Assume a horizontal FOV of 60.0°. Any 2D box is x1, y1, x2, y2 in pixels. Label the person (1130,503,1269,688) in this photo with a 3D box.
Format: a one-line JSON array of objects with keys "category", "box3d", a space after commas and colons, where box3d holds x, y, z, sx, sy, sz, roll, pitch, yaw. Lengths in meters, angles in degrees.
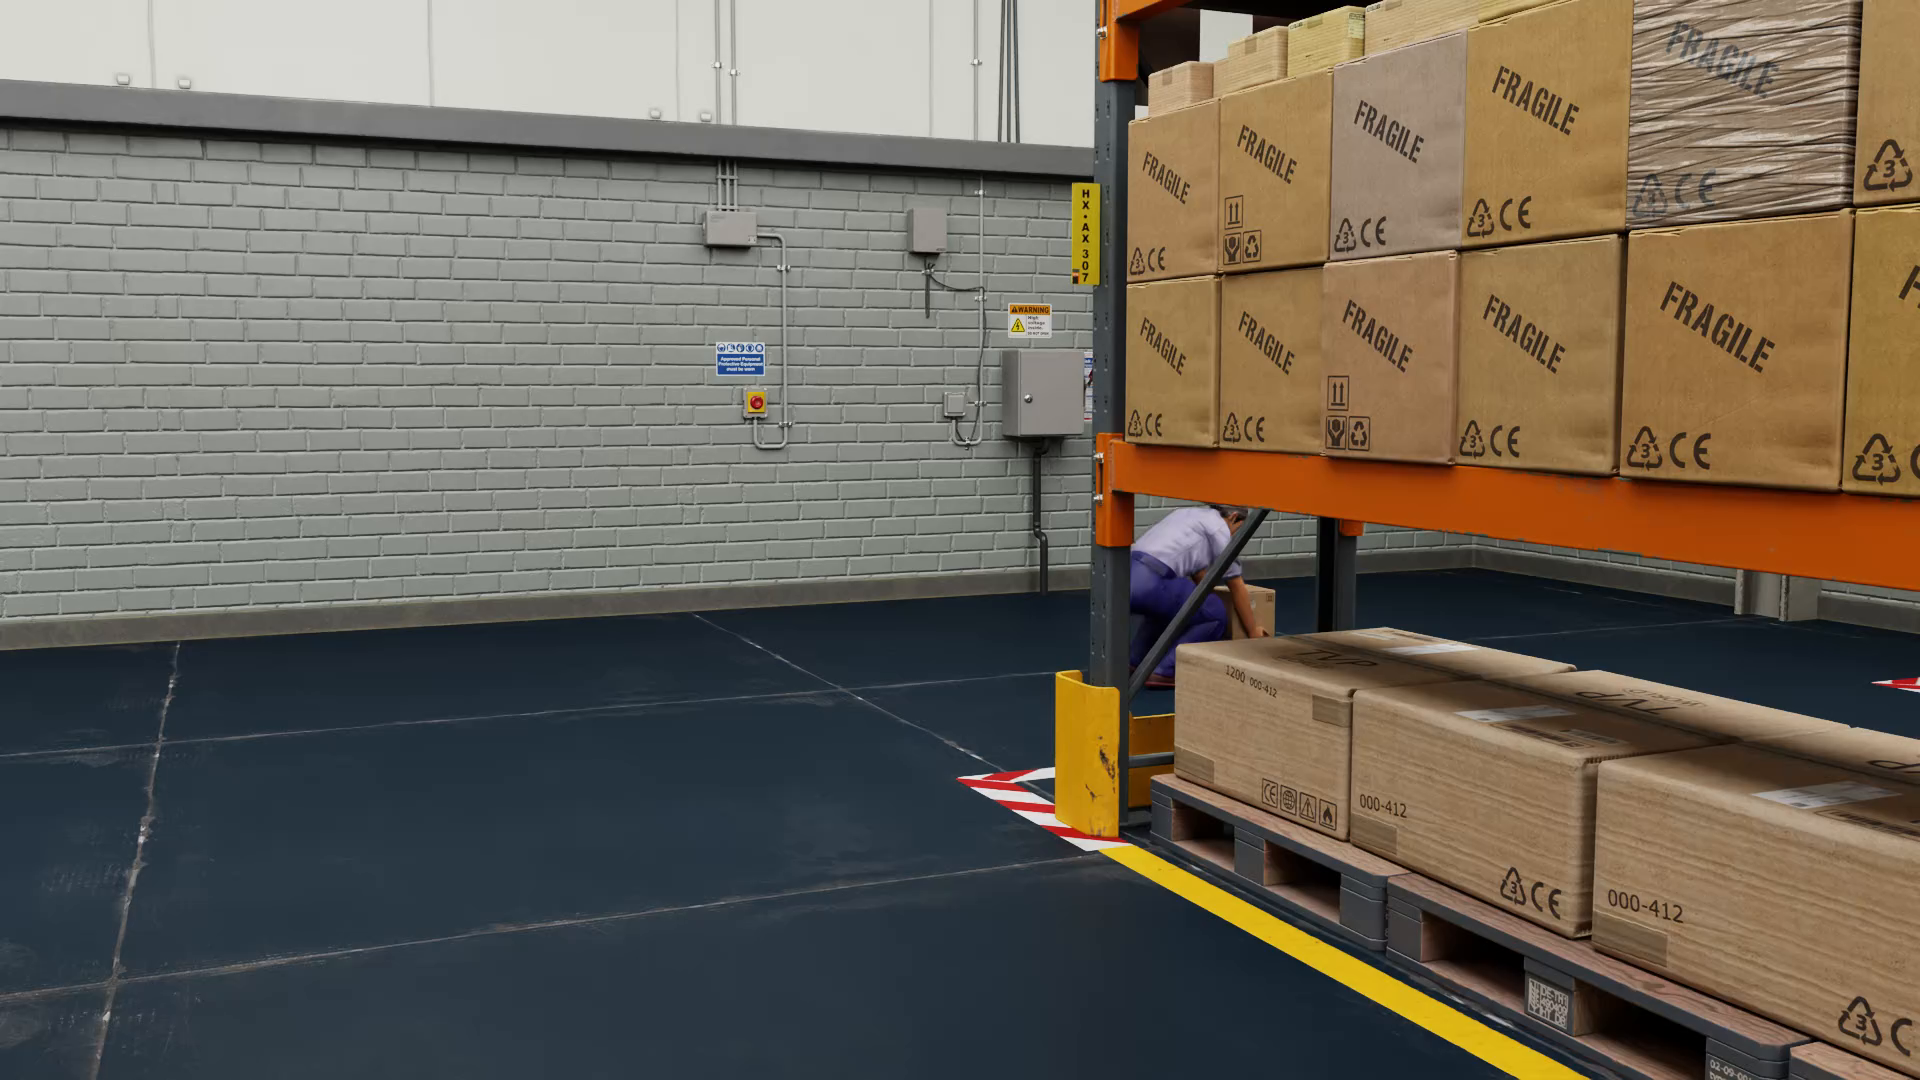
[{"category": "person", "box3d": [1.105, 0.248, 8.283, 0.860, 0.937, 0.511, -3, 6, -25]}]
